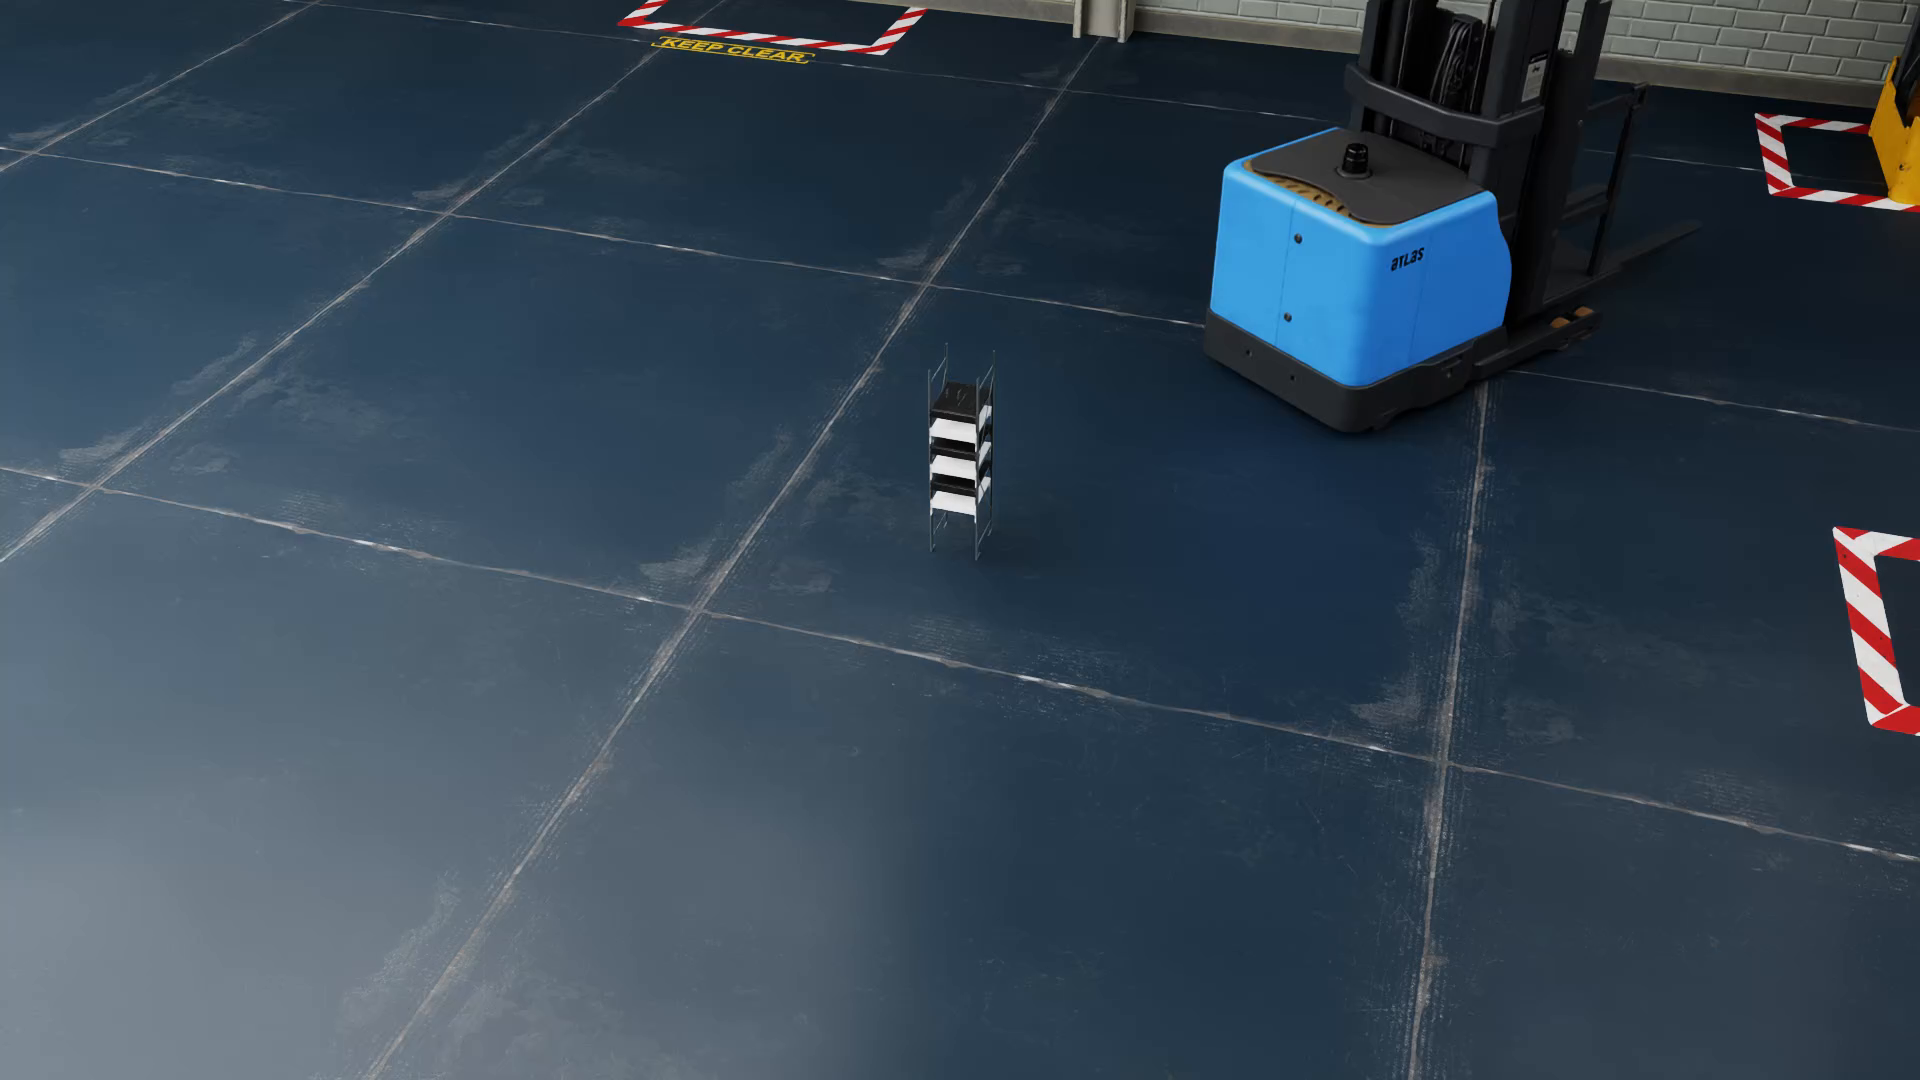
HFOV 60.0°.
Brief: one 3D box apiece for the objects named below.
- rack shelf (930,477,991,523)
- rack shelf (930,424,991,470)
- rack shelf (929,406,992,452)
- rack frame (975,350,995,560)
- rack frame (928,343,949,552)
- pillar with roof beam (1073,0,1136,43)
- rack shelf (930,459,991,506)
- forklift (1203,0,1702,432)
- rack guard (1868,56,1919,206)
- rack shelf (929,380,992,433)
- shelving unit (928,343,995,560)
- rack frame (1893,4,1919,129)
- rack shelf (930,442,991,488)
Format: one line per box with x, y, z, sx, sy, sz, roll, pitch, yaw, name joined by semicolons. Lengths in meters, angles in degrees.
0.008;-0.189;7.108;0.200;0.077;0.258;10;38;14;rack shelf
0.008;-0.407;6.948;0.200;0.077;0.258;10;38;14;rack shelf
0.008;-0.479;6.894;0.200;0.077;0.258;10;38;14;rack shelf
0.105;-0.343;6.957;0.006;0.900;0.240;10;38;14;rack frame
-0.089;-0.379;7.006;0.006;0.900;0.240;10;38;14;rack frame
-0.215;-4.963;6.401;0.400;9.000;9.100;10;38;14;pillar with roof beam
0.008;-0.262;7.054;0.200;0.077;0.258;10;38;14;rack shelf
2.721;-2.386;8.019;3.031;2.935;1.130;-24;42;-29;forklift
5.943;-2.536;10.274;0.348;0.500;1.175;10;38;14;rack guard
0.008;-0.552;6.841;0.200;0.077;0.258;10;38;14;rack shelf
0.008;-0.361;6.981;0.210;0.900;0.258;10;38;14;shelving unit
5.870;-3.556;9.551;0.127;3.000;1.000;10;38;14;rack frame
0.008;-0.334;7.001;0.200;0.077;0.258;10;38;14;rack shelf
